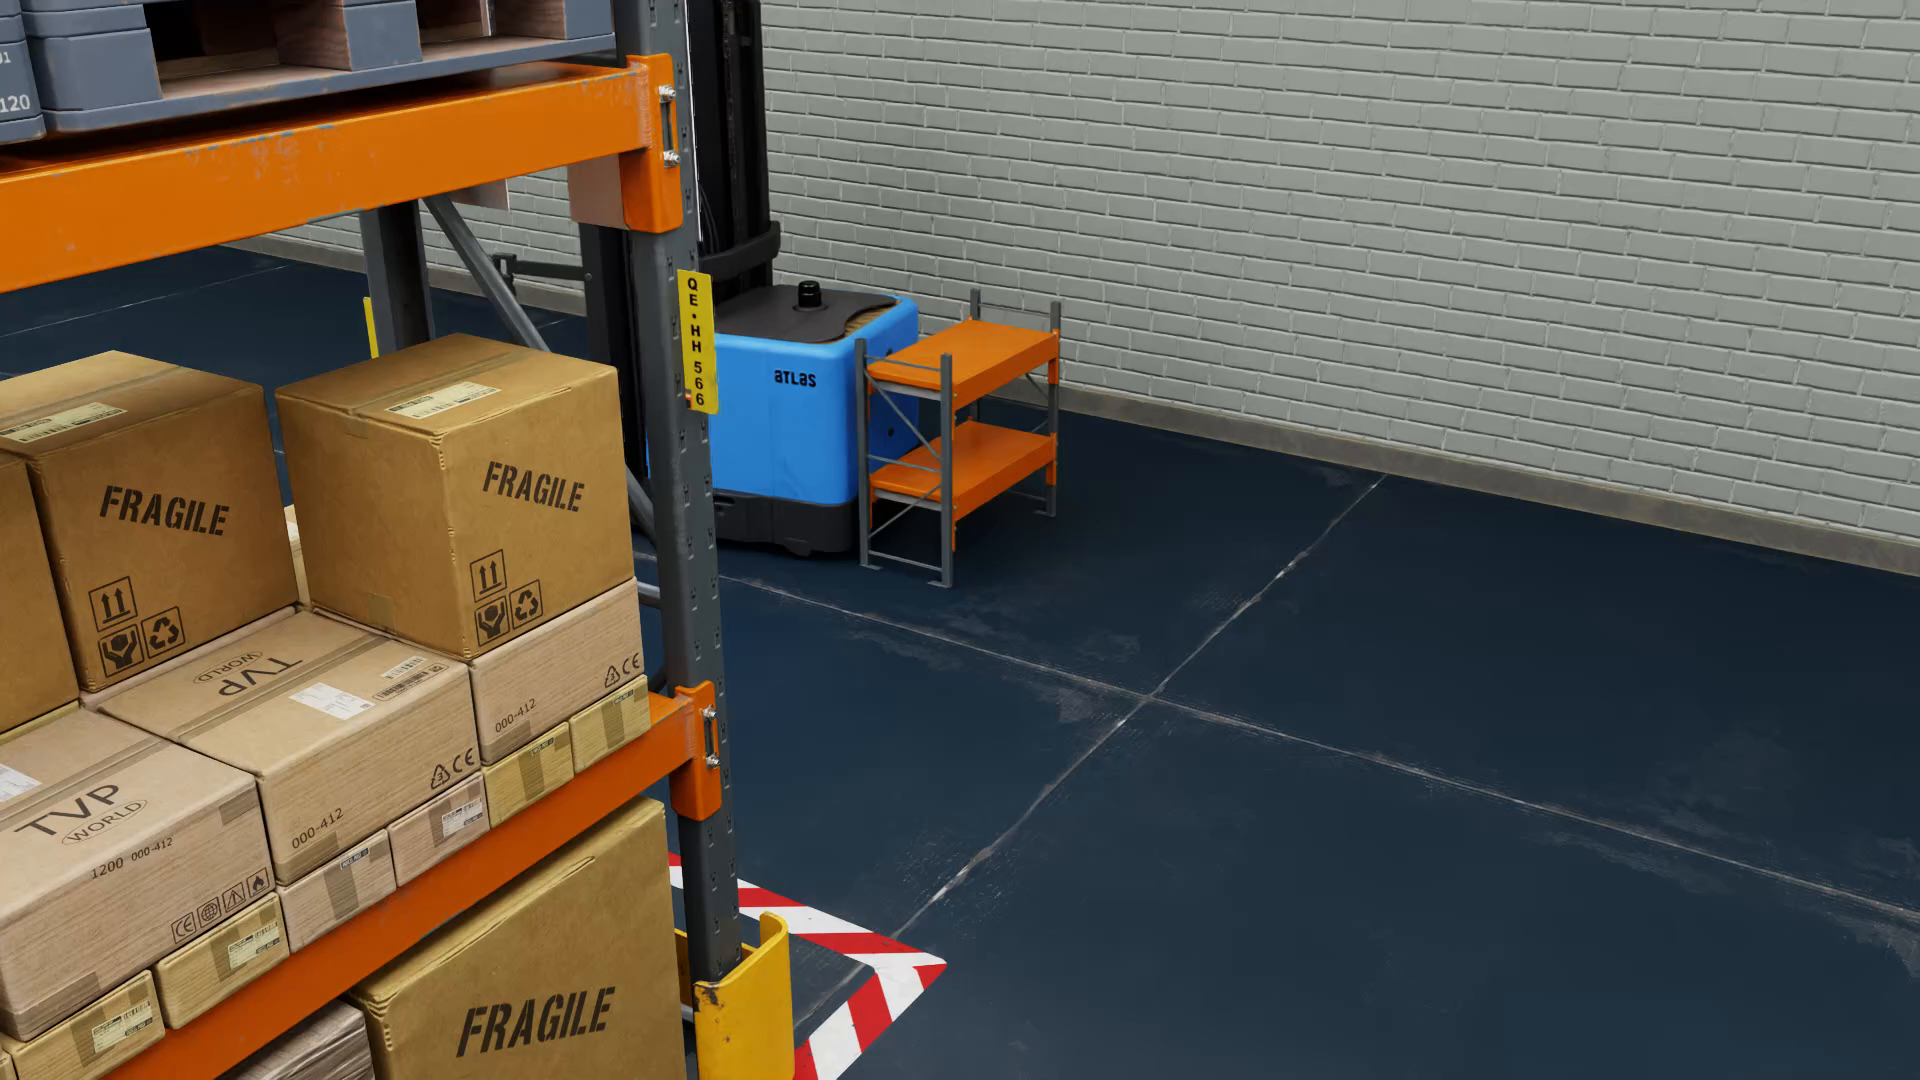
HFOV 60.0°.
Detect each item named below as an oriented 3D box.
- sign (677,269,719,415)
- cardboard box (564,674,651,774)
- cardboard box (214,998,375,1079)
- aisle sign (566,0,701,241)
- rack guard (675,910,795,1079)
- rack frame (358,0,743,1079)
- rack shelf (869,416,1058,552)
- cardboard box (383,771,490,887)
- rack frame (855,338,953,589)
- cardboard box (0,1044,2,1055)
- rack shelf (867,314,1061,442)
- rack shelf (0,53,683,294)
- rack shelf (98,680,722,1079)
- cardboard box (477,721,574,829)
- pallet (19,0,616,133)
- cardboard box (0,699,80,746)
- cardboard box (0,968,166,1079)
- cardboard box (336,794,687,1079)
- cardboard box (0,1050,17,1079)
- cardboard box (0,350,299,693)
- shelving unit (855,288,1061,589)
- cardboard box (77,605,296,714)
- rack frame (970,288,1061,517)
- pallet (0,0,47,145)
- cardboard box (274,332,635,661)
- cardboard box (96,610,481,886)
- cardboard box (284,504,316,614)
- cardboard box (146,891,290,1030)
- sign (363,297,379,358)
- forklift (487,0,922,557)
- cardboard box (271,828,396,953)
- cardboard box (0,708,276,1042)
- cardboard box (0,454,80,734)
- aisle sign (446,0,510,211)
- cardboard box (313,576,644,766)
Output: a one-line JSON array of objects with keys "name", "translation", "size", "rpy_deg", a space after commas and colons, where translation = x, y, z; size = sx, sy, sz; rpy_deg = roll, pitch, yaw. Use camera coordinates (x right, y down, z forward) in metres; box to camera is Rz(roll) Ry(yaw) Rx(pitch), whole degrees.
[{"name": "sign", "translation": [-0.592, -0.444, 3.744], "size": [0.100, 0.325, 0.005], "rpy_deg": [14, 27, 29]}, {"name": "cardboard box", "translation": [-0.953, 0.382, 3.908], "size": [0.380, 0.149, 0.250], "rpy_deg": [14, 27, 30]}, {"name": "cardboard box", "translation": [-1.795, 1.400, 3.386], "size": [0.875, 0.875, 0.875], "rpy_deg": [14, 27, 29]}, {"name": "aisle sign", "translation": [-0.753, -1.077, 3.689], "size": [0.394, 0.787, 0.004], "rpy_deg": [14, 27, 29]}, {"name": "rack guard", "translation": [-1.033, 1.217, 4.810], "size": [1.175, 0.500, 0.348], "rpy_deg": [14, 27, 29]}, {"name": "rack frame", "translation": [-1.045, 0.078, 4.295], "size": [1.000, 3.000, 0.127], "rpy_deg": [14, 27, 29]}, {"name": "rack shelf", "translation": [0.009, -0.294, 8.129], "size": [0.538, 0.278, 1.000], "rpy_deg": [14, 27, 28]}, {"name": "cardboard box", "translation": [-1.223, 0.555, 3.508], "size": [0.380, 0.149, 0.250], "rpy_deg": [14, 27, 29]}, {"name": "rack frame", "translation": [-0.255, -0.346, 7.632], "size": [0.500, 1.125, 0.032], "rpy_deg": [14, 27, 28]}, {"name": "cardboard box", "translation": [-1.883, 0.749, 2.559], "size": [0.500, 0.250, 0.500], "rpy_deg": [14, 27, 29]}, {"name": "rack shelf", "translation": [0.009, -0.787, 7.915], "size": [0.538, 0.278, 1.000], "rpy_deg": [14, 27, 28]}, {"name": "rack shelf", "translation": [-2.100, -0.294, 2.282], "size": [1.077, 0.370, 4.000], "rpy_deg": [14, 27, 29]}, {"name": "rack shelf", "translation": [-2.100, 1.083, 2.878], "size": [1.077, 0.370, 4.000], "rpy_deg": [14, 27, 29]}, {"name": "cardboard box", "translation": [-1.089, 0.470, 3.704], "size": [0.380, 0.149, 0.250], "rpy_deg": [14, 27, 29]}, {"name": "pallet", "translation": [-1.428, -1.006, 3.133], "size": [1.003, 0.211, 1.213], "rpy_deg": [14, 27, 29]}, {"name": "cardboard box", "translation": [-2.065, 0.461, 3.223], "size": [0.500, 0.250, 0.500], "rpy_deg": [13, 27, 27]}, {"name": "cardboard box", "translation": [-1.627, 0.815, 2.908], "size": [0.380, 0.149, 0.250], "rpy_deg": [14, 27, 29]}, {"name": "cardboard box", "translation": [-1.315, 1.093, 4.096], "size": [0.875, 0.875, 0.875], "rpy_deg": [14, 27, 29]}, {"name": "cardboard box", "translation": [-1.760, 0.898, 2.716], "size": [0.380, 0.149, 0.250], "rpy_deg": [14, 27, 30]}, {"name": "cardboard box", "translation": [-1.792, -0.060, 3.483], "size": [0.500, 0.500, 0.500], "rpy_deg": [13, 27, 28]}, {"name": "shelving unit", "translation": [0.009, -0.518, 8.031], "size": [0.538, 1.125, 1.048], "rpy_deg": [14, 27, 28]}, {"name": "cardboard box", "translation": [-1.797, 0.292, 3.613], "size": [0.500, 0.250, 0.500], "rpy_deg": [13, 27, 28]}, {"name": "rack frame", "translation": [0.272, -0.691, 8.431], "size": [0.500, 1.125, 0.032], "rpy_deg": [14, 27, 28]}, {"name": "pallet", "translation": [-2.071, -0.592, 2.178], "size": [1.003, 0.211, 1.213], "rpy_deg": [14, 27, 29]}, {"name": "cardboard box", "translation": [-1.079, -0.115, 3.609], "size": [0.500, 0.500, 0.500], "rpy_deg": [14, 27, 30]}, {"name": "cardboard box", "translation": [-1.344, 0.400, 3.364], "size": [0.500, 0.250, 0.500], "rpy_deg": [13, 27, 28]}, {"name": "cardboard box", "translation": [-1.528, 0.116, 4.022], "size": [0.500, 0.250, 0.500], "rpy_deg": [13, 27, 28]}, {"name": "cardboard box", "translation": [-1.491, 0.727, 3.111], "size": [0.380, 0.149, 0.250], "rpy_deg": [13, 27, 28]}, {"name": "sign", "translation": [-1.514, -0.474, 4.380], "size": [0.100, 0.325, 0.005], "rpy_deg": [14, 27, 29]}, {"name": "forklift", "translation": [-1.767, -1.620, 8.302], "size": [3.031, 2.935, 1.130], "rpy_deg": [9, 25, 20]}, {"name": "cardboard box", "translation": [-1.356, 0.639, 3.314], "size": [0.380, 0.149, 0.250], "rpy_deg": [14, 27, 30]}, {"name": "cardboard box", "translation": [-1.612, 0.572, 2.967], "size": [0.500, 0.250, 0.500], "rpy_deg": [13, 27, 27]}, {"name": "cardboard box", "translation": [-2.060, 0.116, 3.076], "size": [0.500, 0.500, 0.500], "rpy_deg": [13, 27, 28]}, {"name": "aisle sign", "translation": [-1.262, -1.202, 3.980], "size": [0.394, 0.787, 0.004], "rpy_deg": [14, 27, 29]}, {"name": "cardboard box", "translation": [-1.076, 0.229, 3.759], "size": [0.500, 0.250, 0.500], "rpy_deg": [13, 27, 28]}]
